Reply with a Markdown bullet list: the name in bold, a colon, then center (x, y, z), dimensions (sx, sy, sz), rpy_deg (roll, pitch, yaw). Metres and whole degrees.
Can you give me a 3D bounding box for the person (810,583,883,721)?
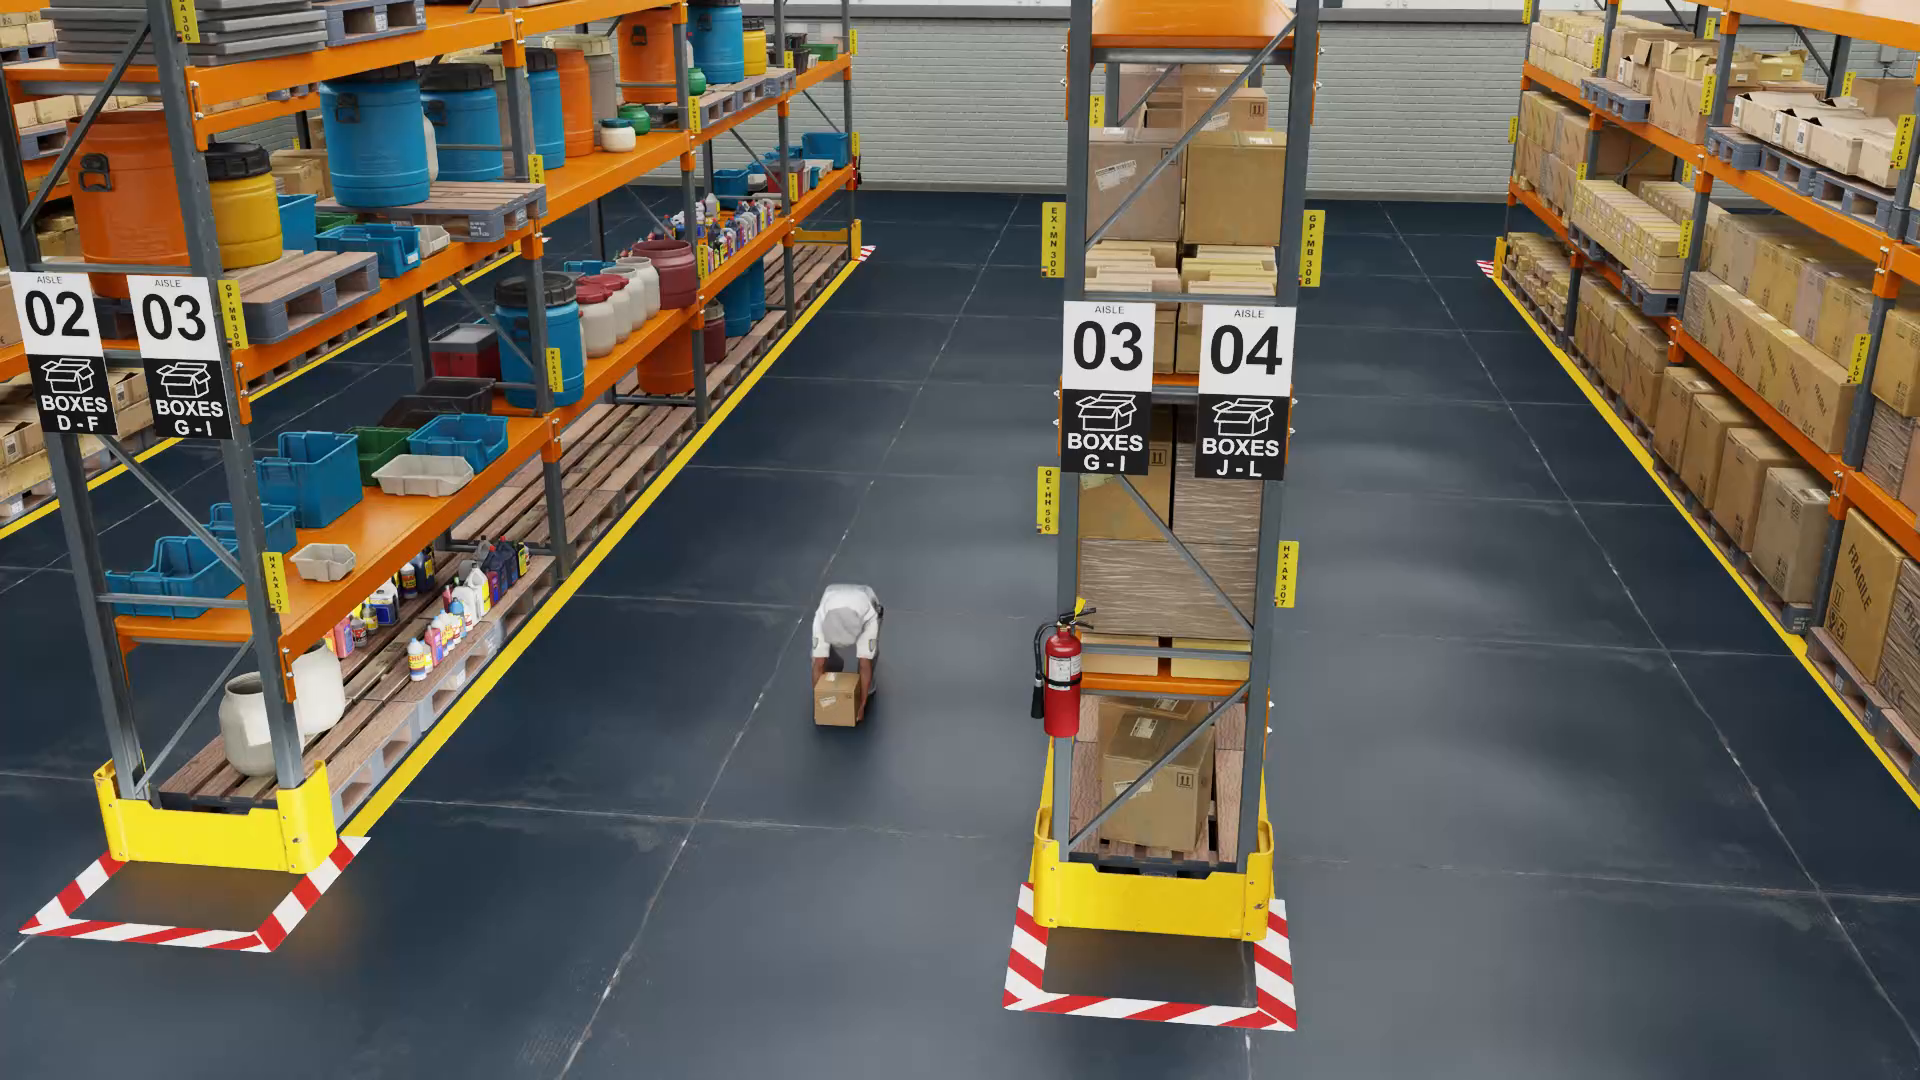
- **person**: center (-0.733, 0.660, 10.662), dimensions (0.450, 0.772, 0.920), rpy_deg (2, 21, 5)
